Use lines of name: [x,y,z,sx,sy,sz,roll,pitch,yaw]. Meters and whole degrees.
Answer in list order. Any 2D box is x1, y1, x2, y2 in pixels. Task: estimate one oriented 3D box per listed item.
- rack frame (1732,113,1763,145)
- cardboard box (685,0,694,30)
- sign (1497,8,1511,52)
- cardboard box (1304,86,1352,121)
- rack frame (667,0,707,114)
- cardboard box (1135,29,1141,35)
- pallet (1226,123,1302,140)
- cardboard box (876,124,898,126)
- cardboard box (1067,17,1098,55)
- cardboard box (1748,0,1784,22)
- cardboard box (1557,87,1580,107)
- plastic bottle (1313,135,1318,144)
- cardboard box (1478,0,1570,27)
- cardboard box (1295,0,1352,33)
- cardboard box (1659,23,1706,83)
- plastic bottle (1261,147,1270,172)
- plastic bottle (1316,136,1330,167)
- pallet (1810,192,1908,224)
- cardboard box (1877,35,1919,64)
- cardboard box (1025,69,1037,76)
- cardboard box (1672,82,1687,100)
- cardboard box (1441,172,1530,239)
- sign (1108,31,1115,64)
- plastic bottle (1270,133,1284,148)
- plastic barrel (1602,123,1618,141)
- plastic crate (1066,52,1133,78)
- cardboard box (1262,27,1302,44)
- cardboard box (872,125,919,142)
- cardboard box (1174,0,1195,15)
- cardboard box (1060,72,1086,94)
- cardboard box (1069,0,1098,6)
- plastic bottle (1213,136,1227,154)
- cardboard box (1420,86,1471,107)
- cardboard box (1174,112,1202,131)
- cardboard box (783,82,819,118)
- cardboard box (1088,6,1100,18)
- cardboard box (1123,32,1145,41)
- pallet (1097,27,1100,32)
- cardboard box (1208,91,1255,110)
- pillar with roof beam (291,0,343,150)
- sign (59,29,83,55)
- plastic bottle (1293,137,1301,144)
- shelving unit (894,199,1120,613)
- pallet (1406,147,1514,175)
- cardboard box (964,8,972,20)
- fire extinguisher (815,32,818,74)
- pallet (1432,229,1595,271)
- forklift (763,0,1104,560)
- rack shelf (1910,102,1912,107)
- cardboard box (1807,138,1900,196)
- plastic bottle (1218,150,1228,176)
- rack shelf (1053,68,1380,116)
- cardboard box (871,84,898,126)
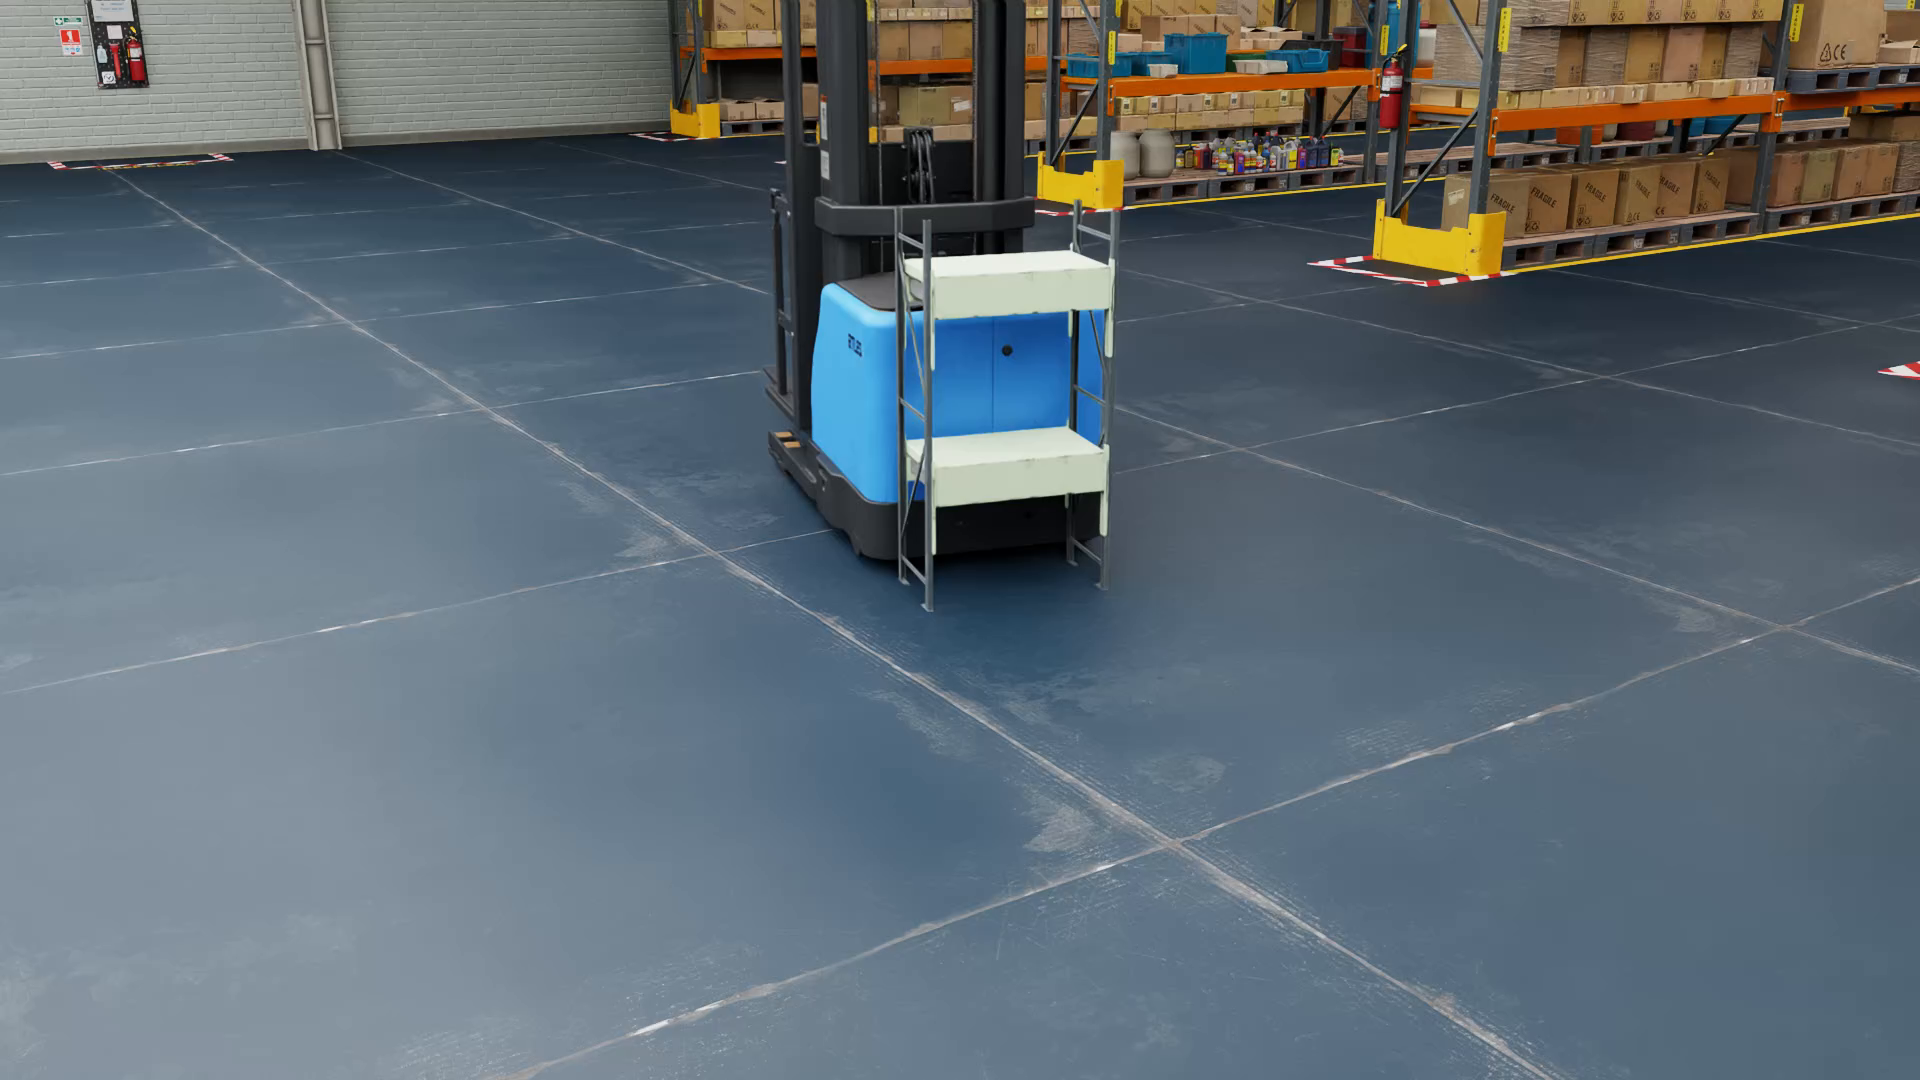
rack frame: [11.284,-7.192,23.836,0.127,3.000,1.000,-12,22,-31]
cardboard box: [-3.910,-8.162,25.736,0.500,0.500,0.500,-12,22,-32]
sign: [4.285,-4.019,13.097,0.005,0.325,0.100,-12,22,-31]
cardboard box: [5.760,-6.841,26.013,0.500,0.500,0.500,-11,22,-29]
rack frame: [-4.187,-7.729,25.422,0.127,3.000,1.000,-12,22,-31]
cardboard box: [3.112,-9.066,29.739,0.250,0.149,0.380,-12,22,-31]
pallet: [4.513,-6.358,25.721,1.213,0.211,1.003,-12,22,-31]
cardboard box: [-1.174,-5.474,22.391,0.500,0.250,0.500,-12,22,-31]
cardboard box: [1.515,-7.076,23.336,0.500,0.500,0.700,-13,22,-33]
cardboard box: [7.102,-4.967,15.073,0.500,0.500,0.500,-12,22,-31]
cardboard box: [4.989,-3.750,14.045,0.250,0.149,0.380,-12,22,-31]
plastic bottle: [4.144,-4.585,19.572,0.185,0.351,0.144,-12,22,-31]
cardboard box: [4.595,-4.440,13.512,0.500,0.500,0.500,-12,22,-31]
cardboard box: [5.686,-8.201,26.006,0.700,0.500,0.500,14,23,35]
cardboard box: [6.118,-4.390,14.927,0.500,0.500,0.875,-12,22,-31]
plastic bottle: [3.487,-4.344,18.984,0.097,0.271,0.097,0,19,0]
plastic bottle: [4.223,-4.546,19.458,0.185,0.351,0.144,-13,22,-33]
pallet: [8.996,-3.491,17.242,1.213,0.211,1.003,-12,22,-31]
cardboard box: [9.423,-4.932,16.705,0.258,0.266,0.396,-13,22,-33]
cardboard box: [0.985,-8.201,28.864,0.500,0.250,0.500,-12,22,-32]
cardboard box: [6.238,-4.016,14.832,0.250,0.149,0.380,-12,22,-31]
cardboard box: [4.517,-2.874,14.310,0.500,0.500,0.500,-8,20,-21]
sign: [1.561,-5.062,17.102,0.005,0.325,0.100,-12,22,-31]
plastic bottle: [3.780,-4.667,19.815,0.185,0.351,0.144,-12,22,-31]
plastic barrel: [8.765,-5.722,22.716,0.421,0.512,0.421,0,19,0]
plastic crate: [1.516,-5.176,18.105,0.616,0.251,0.499,-12,22,-31]
cardboard box: [4.895,-7.719,25.532,0.500,0.311,0.500,-10,21,-28]
cardboard box: [-0.889,-5.335,21.981,0.500,0.250,0.500,-12,22,-31]
cardboard box: [3.899,-9.529,30.097,0.500,0.500,0.500,-12,22,-32]
cardboard box: [1.922,-8.021,29.503,0.500,0.500,0.700,-12,22,-31]
cardboard box: [1.515,-7.691,23.128,0.500,0.500,0.700,-12,22,-31]
plastic bottle: [3.032,-4.565,19.512,0.185,0.351,0.144,-11,22,-29]
cardboard box: [4.111,-3.740,14.017,0.250,0.149,0.380,-12,22,-31]
cardboard box: [3.214,-6.192,24.513,0.500,0.250,0.500,-13,22,-33]
cardboard box: [-2.443,-7.067,26.681,0.500,0.500,0.700,-14,23,-35]
cardboard box: [1.772,-7.358,23.157,0.250,0.149,0.380,-12,22,-31]
cardboard box: [2.515,-7.249,24.213,0.258,0.266,0.396,-13,22,-33]
pallet: [1.958,-8.893,29.165,1.003,0.211,1.213,-12,22,-31]
cardboard box: [4.067,-6.636,24.951,0.500,0.311,0.500,-12,22,-32]
pillar with roof beam: [-6.721,-8.717,18.978,0.400,9.000,9.100,-12,22,-31]
sign: [-11.692,-6.548,21.875,0.234,0.329,0.001,-12,22,-31]
plastic bottle: [4.096,-4.760,20.215,0.097,0.271,0.097,0,19,0]
shelving unit: [0.171,-0.527,6.461,0.755,1.500,0.431,-6,20,-17]
pallet: [6.257,-4.827,21.193,1.213,0.211,1.003,-12,22,-31]
cardboard box: [0.062,-6.998,22.091,0.250,0.149,0.380,-12,22,-32]
fire extinguisher: [-1.813,-6.471,21.823,0.183,0.674,0.296,-12,22,-31]
pallet: [4.748,-2.580,14.546,1.213,0.211,1.003,-12,22,-31]
forklift: [-0.330,-1.743,7.825,1.130,2.935,3.031,-6,20,-17]
rack shelf: [12.338,-5.174,18.990,4.000,0.370,1.077,-12,22,-31]
cardboard box: [9.193,-3.861,17.198,0.500,0.500,0.700,-10,21,-27]
plastic bottle: [2.948,-4.231,18.648,0.097,0.271,0.097,0,19,0]
rack shelf: [2.932,-5.090,18.741,4.000,0.370,1.077,-12,22,-31]
cardboard box: [-1.175,-5.830,22.272,0.500,0.500,0.500,-12,22,-31]
